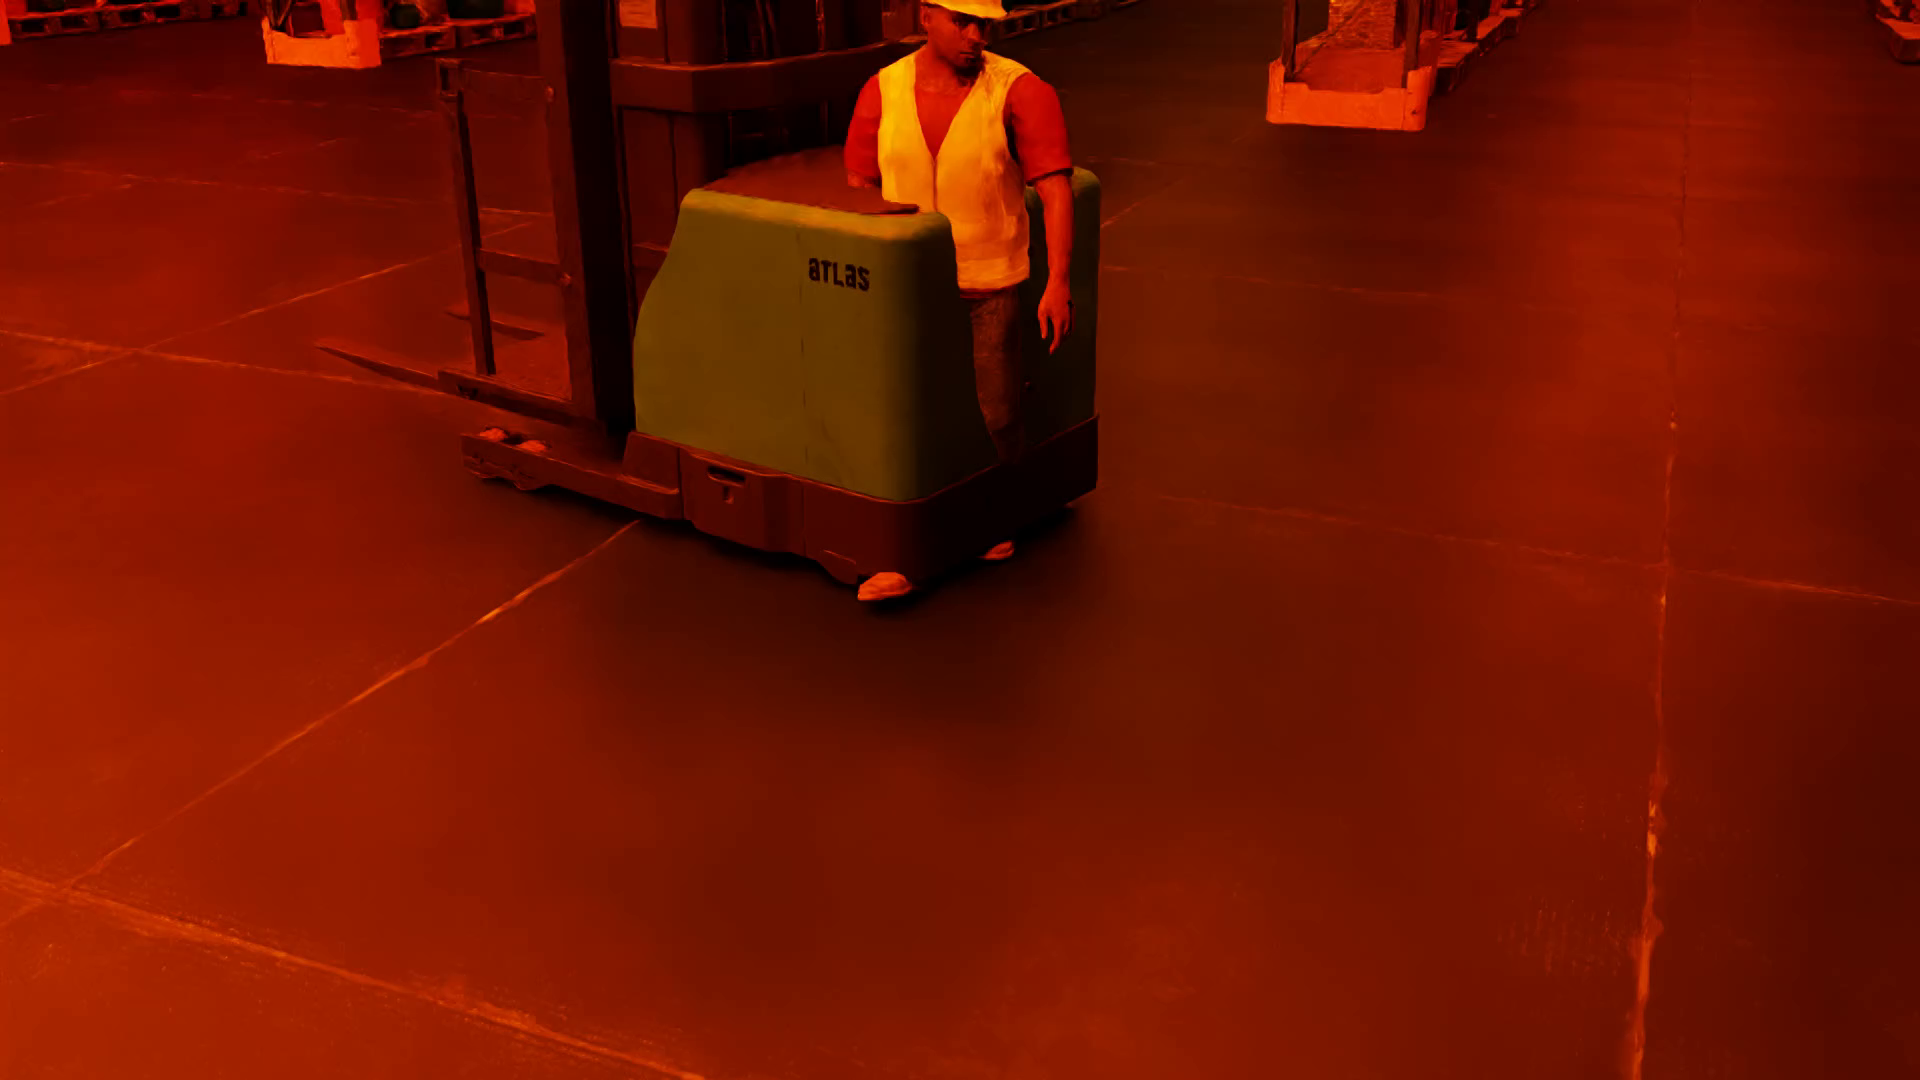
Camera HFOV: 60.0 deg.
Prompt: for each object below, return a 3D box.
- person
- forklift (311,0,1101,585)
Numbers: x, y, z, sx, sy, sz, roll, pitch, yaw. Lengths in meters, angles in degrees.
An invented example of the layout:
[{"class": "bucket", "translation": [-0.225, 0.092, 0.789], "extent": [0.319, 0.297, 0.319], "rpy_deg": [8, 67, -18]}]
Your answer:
[{"class": "person", "translation": [-0.036, -0.693, 4.536], "extent": [0.743, 1.744, 0.776], "rpy_deg": [4, 23, 9]}, {"class": "forklift", "translation": [-1.051, -1.659, 5.262], "extent": [3.031, 2.935, 1.130], "rpy_deg": [16, 27, 33]}]
